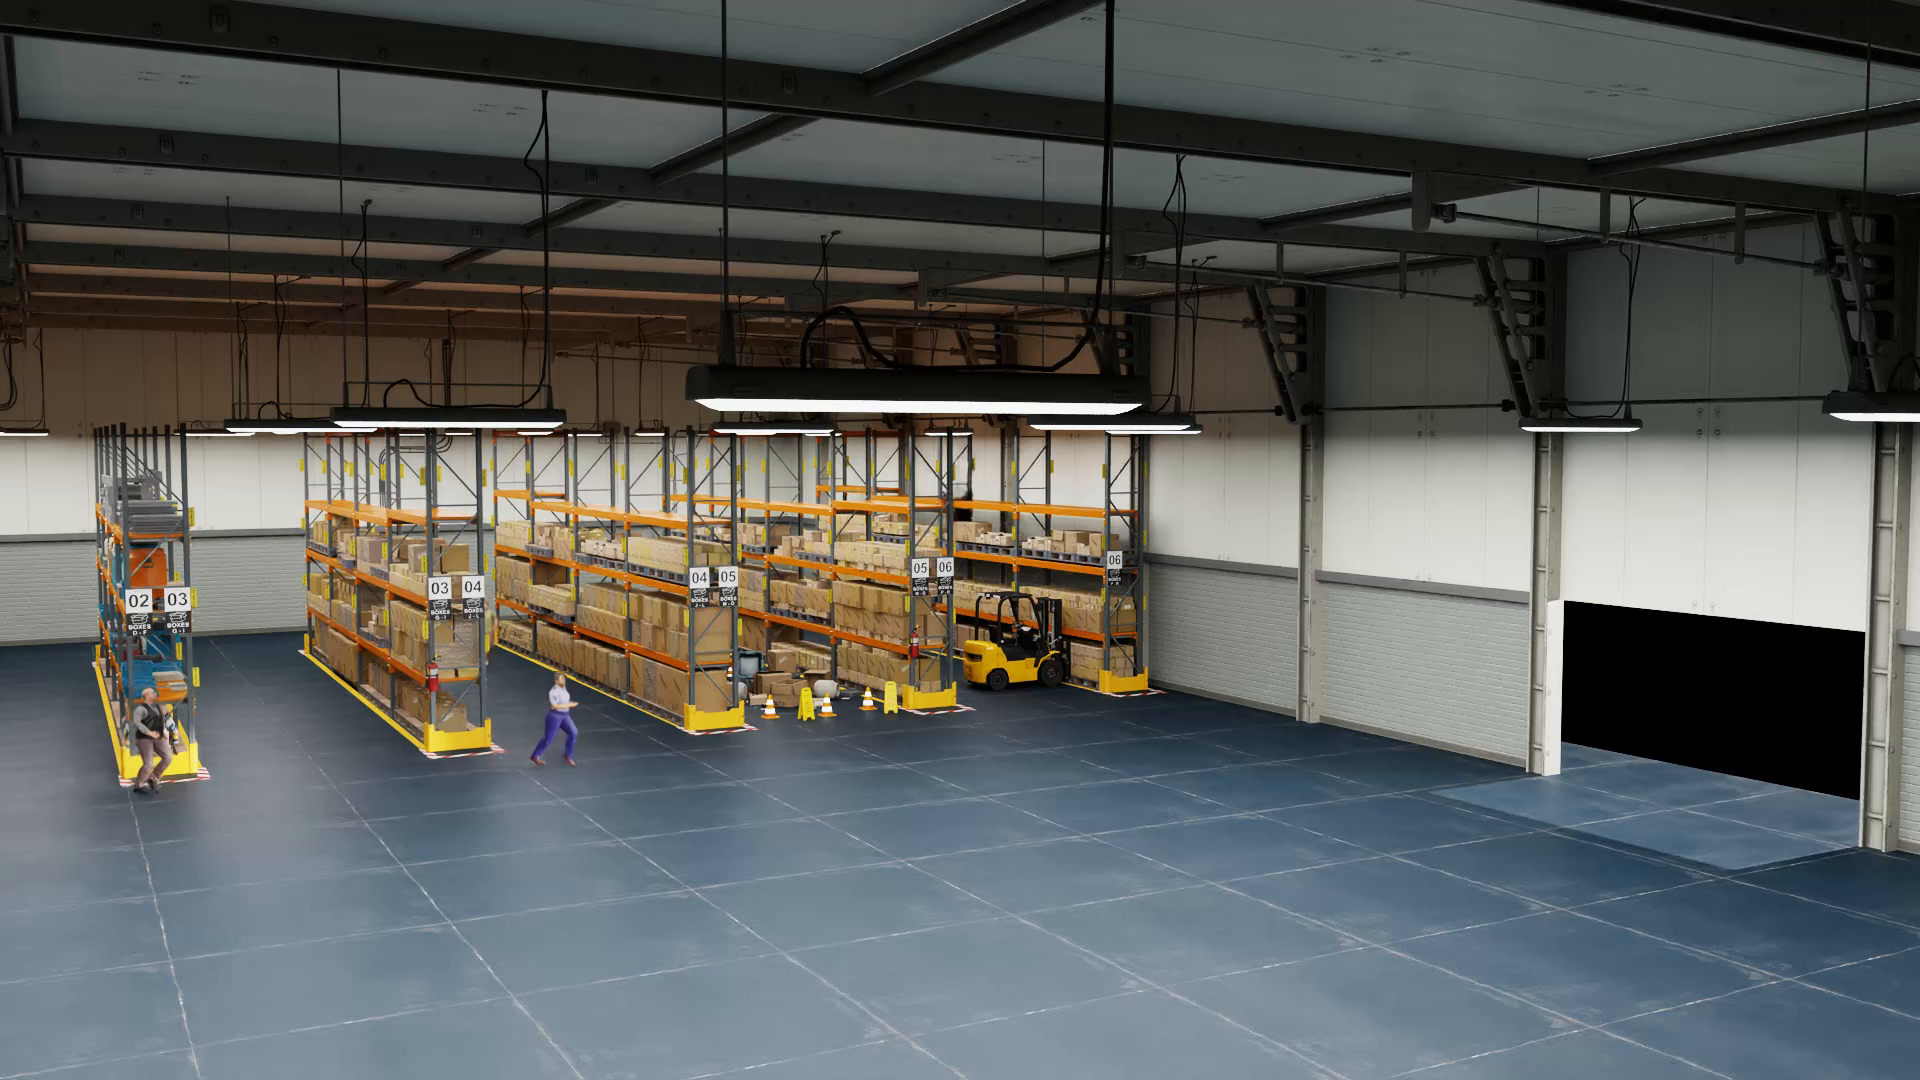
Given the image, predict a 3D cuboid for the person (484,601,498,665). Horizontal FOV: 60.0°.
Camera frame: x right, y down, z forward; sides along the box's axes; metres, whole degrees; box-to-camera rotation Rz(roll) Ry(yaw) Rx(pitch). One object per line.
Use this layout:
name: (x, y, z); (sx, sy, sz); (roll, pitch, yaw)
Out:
person: (-12.029, 2.476, 42.261); (0.587, 1.390, 0.524); (-1, 4, -23)

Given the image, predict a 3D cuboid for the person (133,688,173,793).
person: (-13.081, 3.253, 26.986); (0.594, 1.687, 0.694); (1, 4, 15)

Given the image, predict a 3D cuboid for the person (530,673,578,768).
person: (-7.049, 3.152, 29.037); (0.873, 1.691, 0.610); (1, 4, 14)
